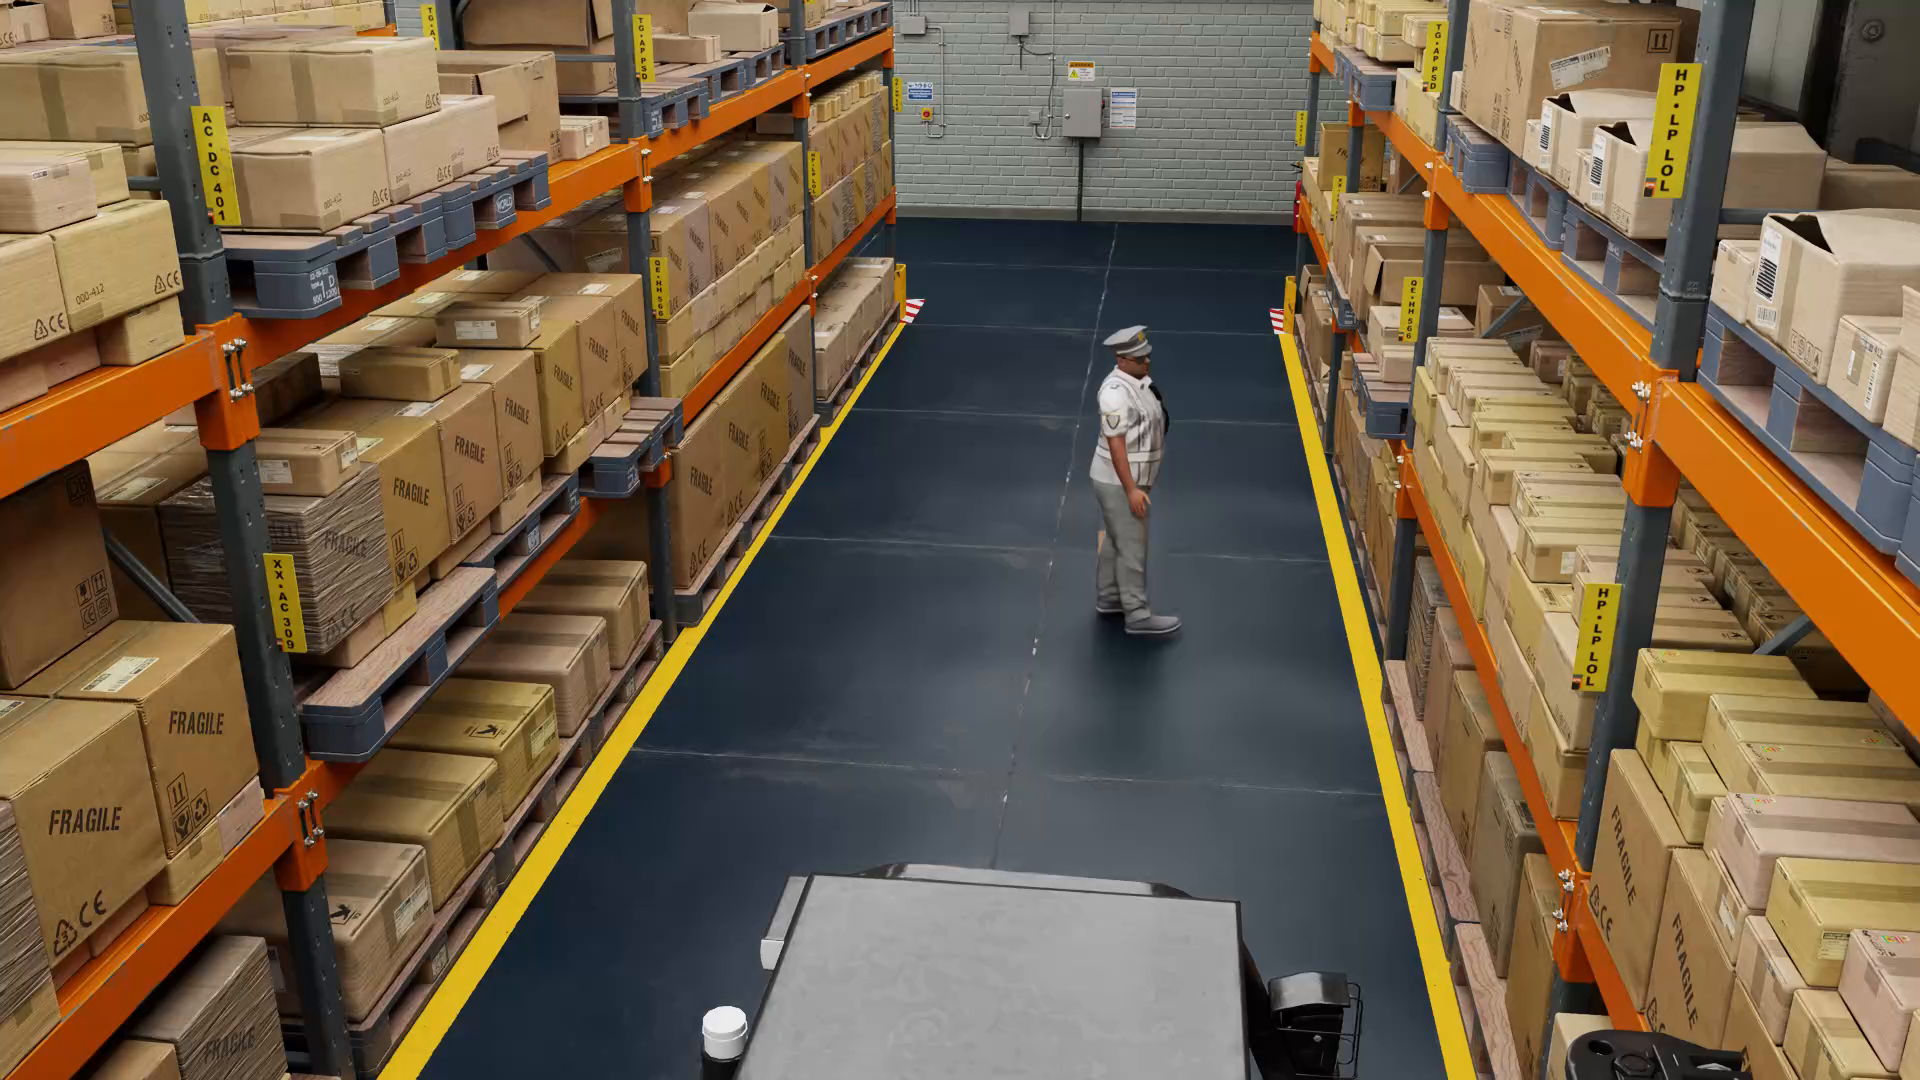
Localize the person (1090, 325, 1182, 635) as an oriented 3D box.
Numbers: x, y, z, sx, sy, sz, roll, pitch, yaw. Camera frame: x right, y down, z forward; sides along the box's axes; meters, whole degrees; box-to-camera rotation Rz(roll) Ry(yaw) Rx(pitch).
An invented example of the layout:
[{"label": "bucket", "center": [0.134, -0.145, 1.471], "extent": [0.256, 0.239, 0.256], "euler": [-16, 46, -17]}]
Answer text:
[{"label": "person", "center": [1.023, -0.337, 9.370], "extent": [0.558, 1.770, 0.580], "euler": [6, 22, 15]}]
